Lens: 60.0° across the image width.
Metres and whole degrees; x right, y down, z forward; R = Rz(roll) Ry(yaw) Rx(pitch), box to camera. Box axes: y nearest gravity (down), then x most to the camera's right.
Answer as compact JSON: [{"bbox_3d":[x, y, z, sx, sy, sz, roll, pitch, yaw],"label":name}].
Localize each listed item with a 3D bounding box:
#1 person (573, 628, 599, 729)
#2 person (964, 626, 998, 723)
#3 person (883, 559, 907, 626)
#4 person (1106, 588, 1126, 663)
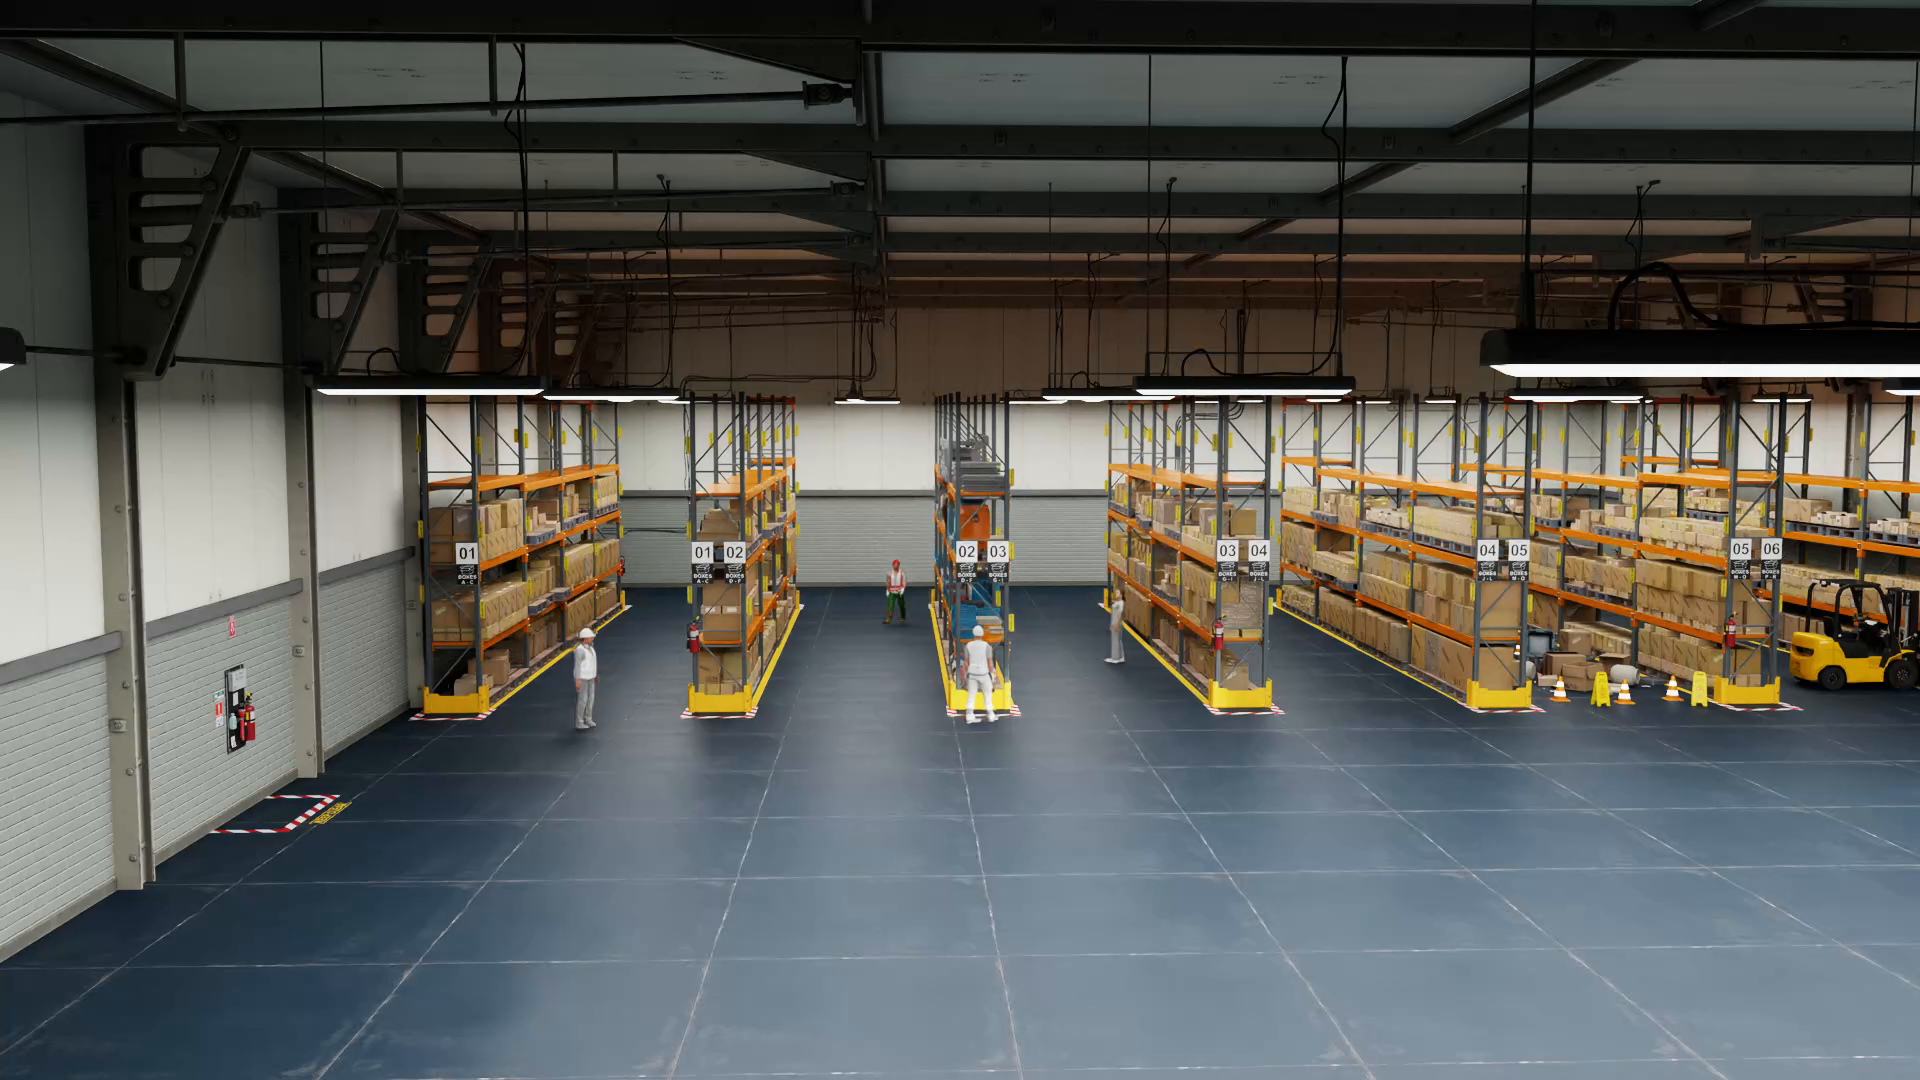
[{"bbox_3d":[-6.680,2.463,29.672,0.409,1.791,0.574,1,5,15],"label":"person"},{"bbox_3d":[0.408,2.420,30.158,0.536,1.781,0.643,3,6,35],"label":"person"},{"bbox_3d":[-1.691,1.360,43.427,0.608,1.712,1.166,1,5,16],"label":"person"},{"bbox_3d":[3.493,1.921,37.222,0.449,1.679,0.541,1,5,13],"label":"person"}]
